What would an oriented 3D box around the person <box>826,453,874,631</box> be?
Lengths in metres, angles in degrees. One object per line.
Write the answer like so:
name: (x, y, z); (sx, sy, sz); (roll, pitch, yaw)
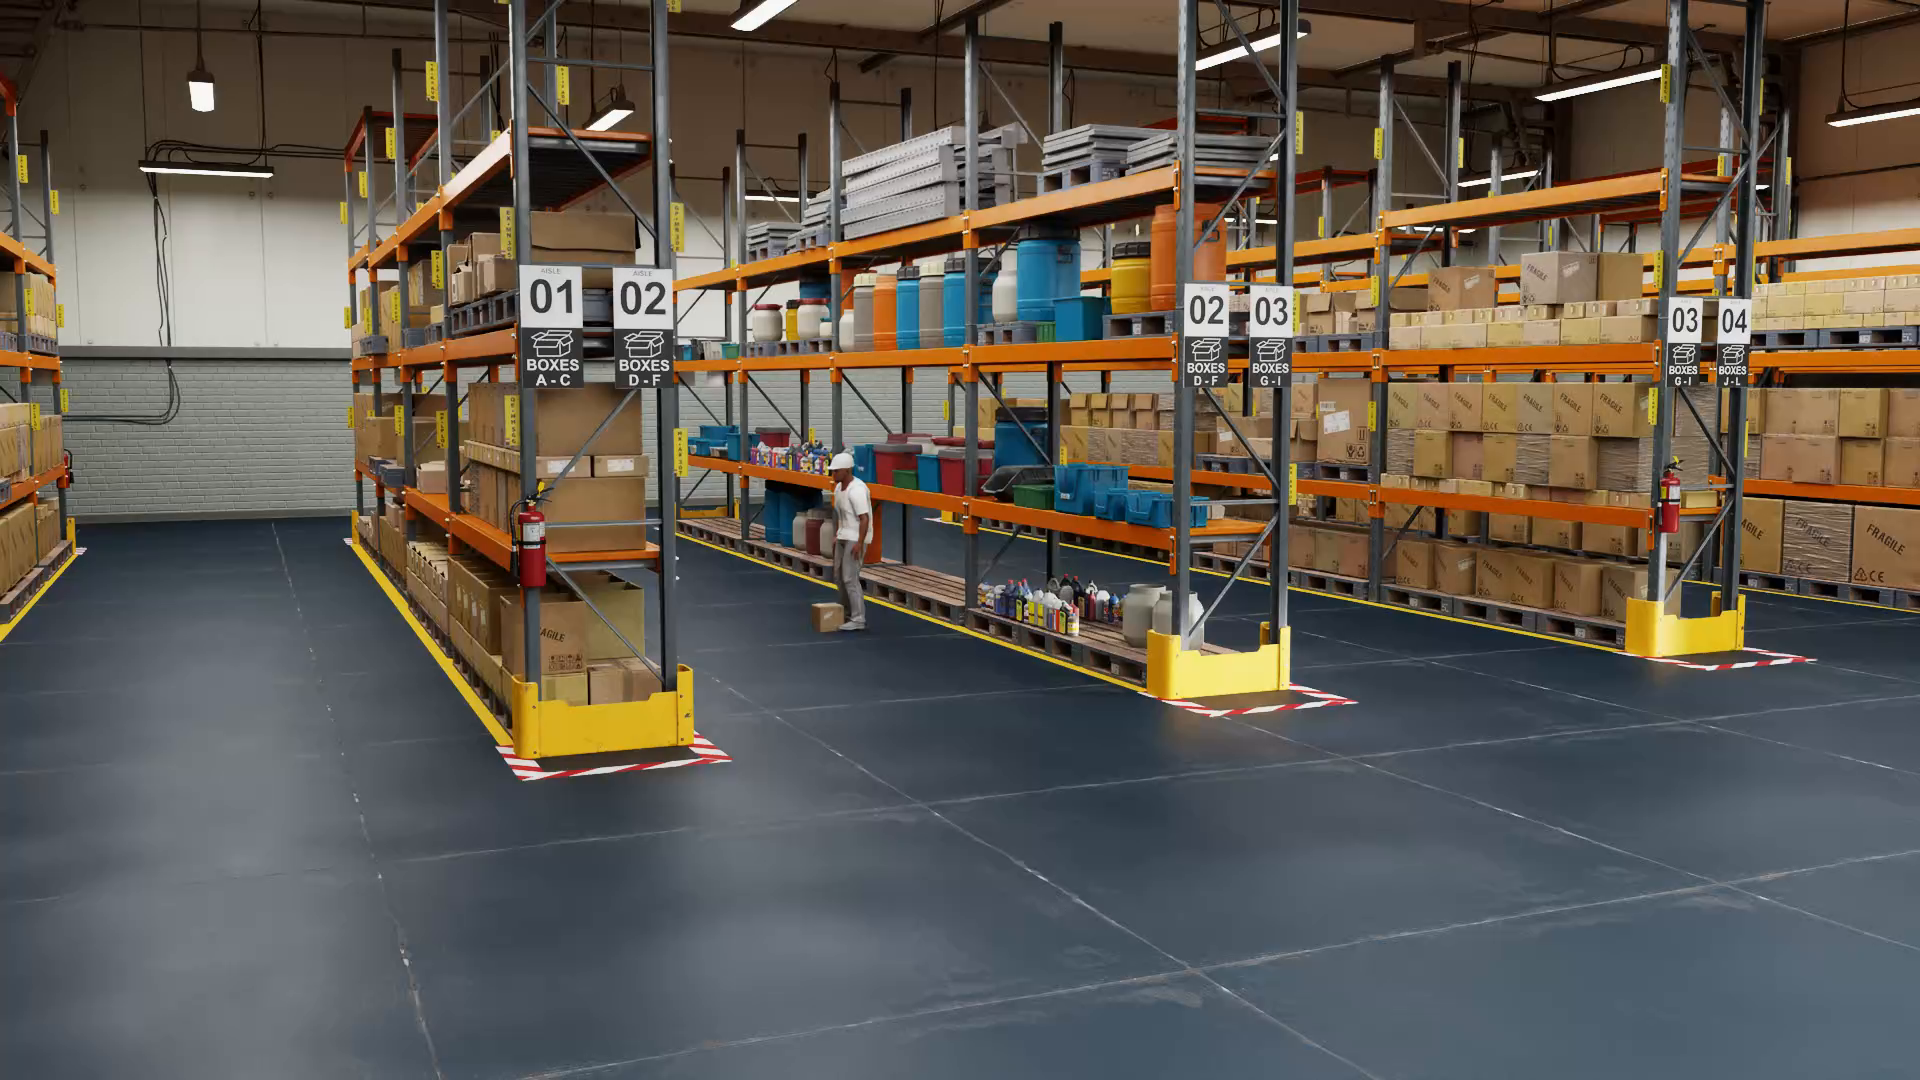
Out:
person: (-1.114, 0.011, 16.560); (0.463, 1.759, 0.626); (-3, 6, -26)
